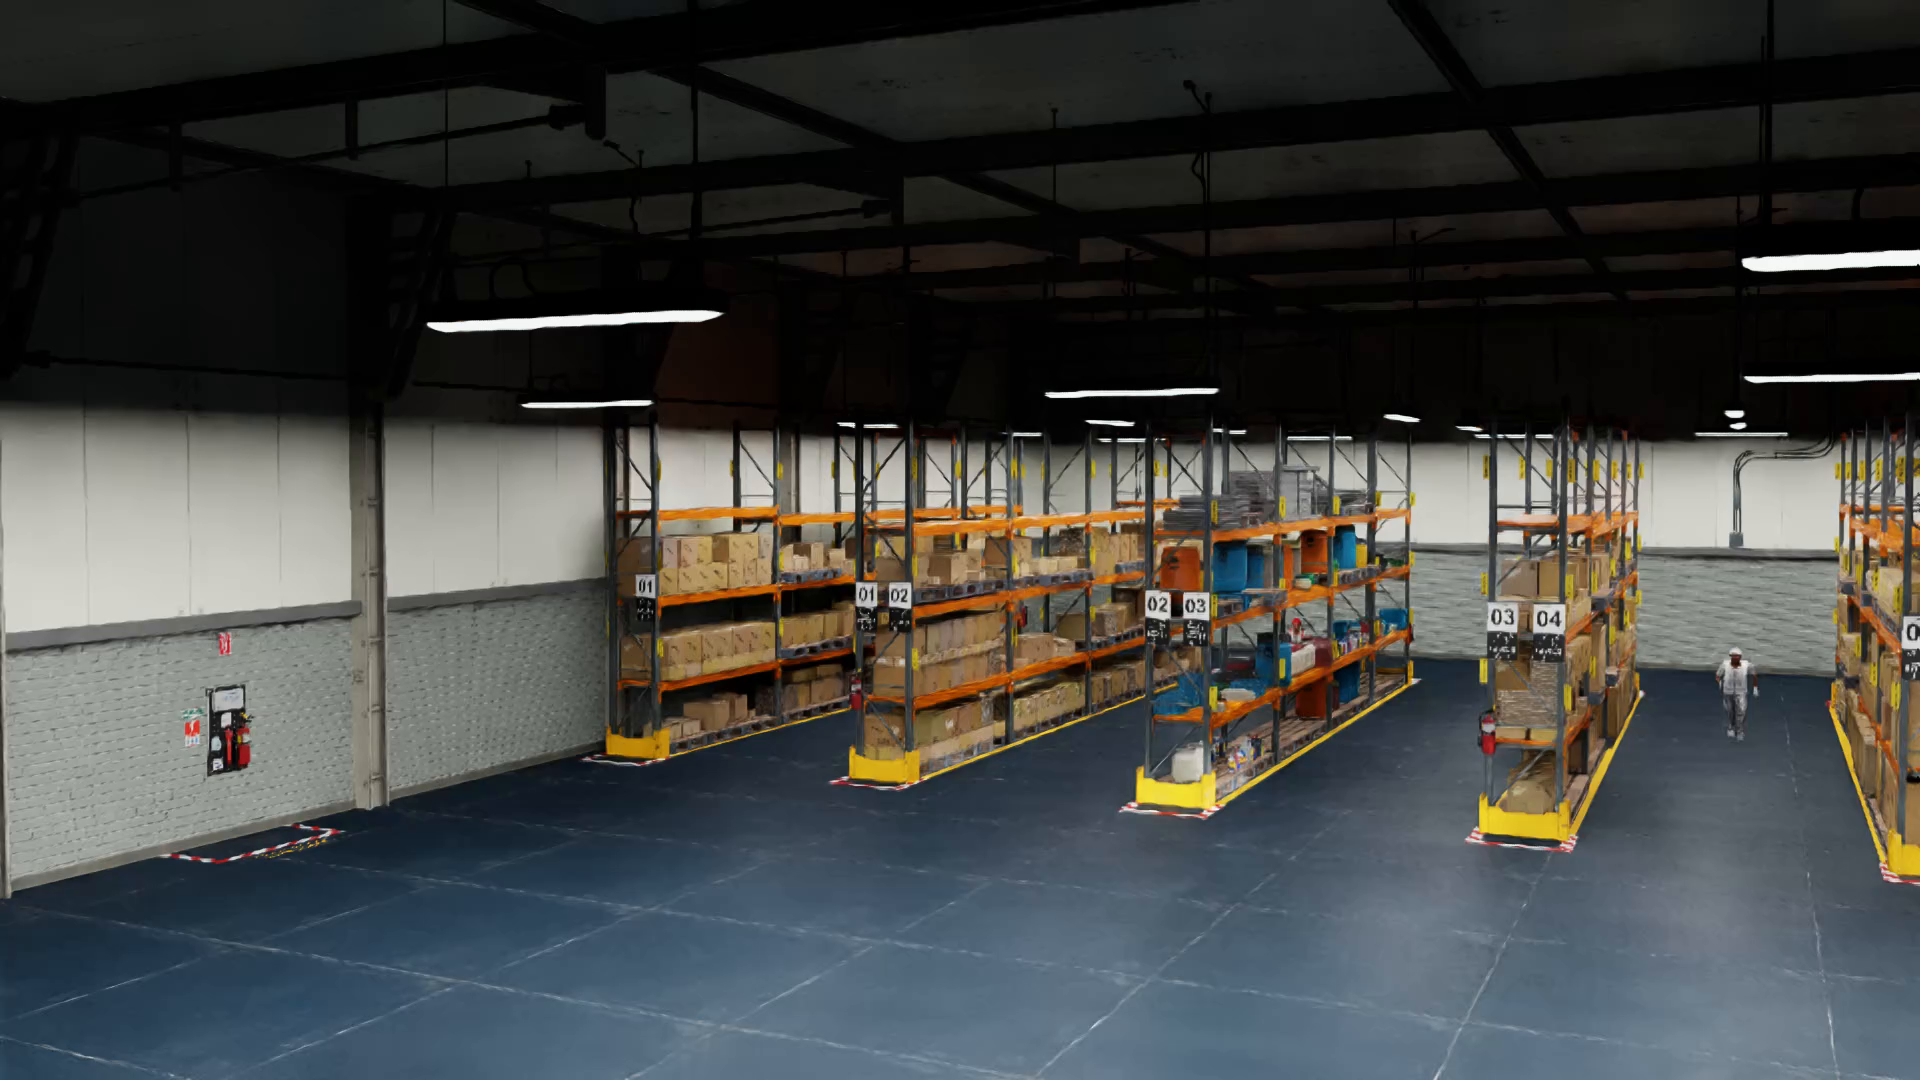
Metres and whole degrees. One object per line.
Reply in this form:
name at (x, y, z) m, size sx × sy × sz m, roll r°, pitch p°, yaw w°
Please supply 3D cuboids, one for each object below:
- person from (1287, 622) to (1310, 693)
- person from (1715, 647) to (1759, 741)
person at (7.513, 2.606, 37.050) m, size 0.678 × 1.692 × 0.510 m, roll 1°, pitch 3°, yaw 24°
person at (14.429, 2.839, 30.920) m, size 0.721 × 1.715 × 0.843 m, roll 1°, pitch 3°, yaw 30°
